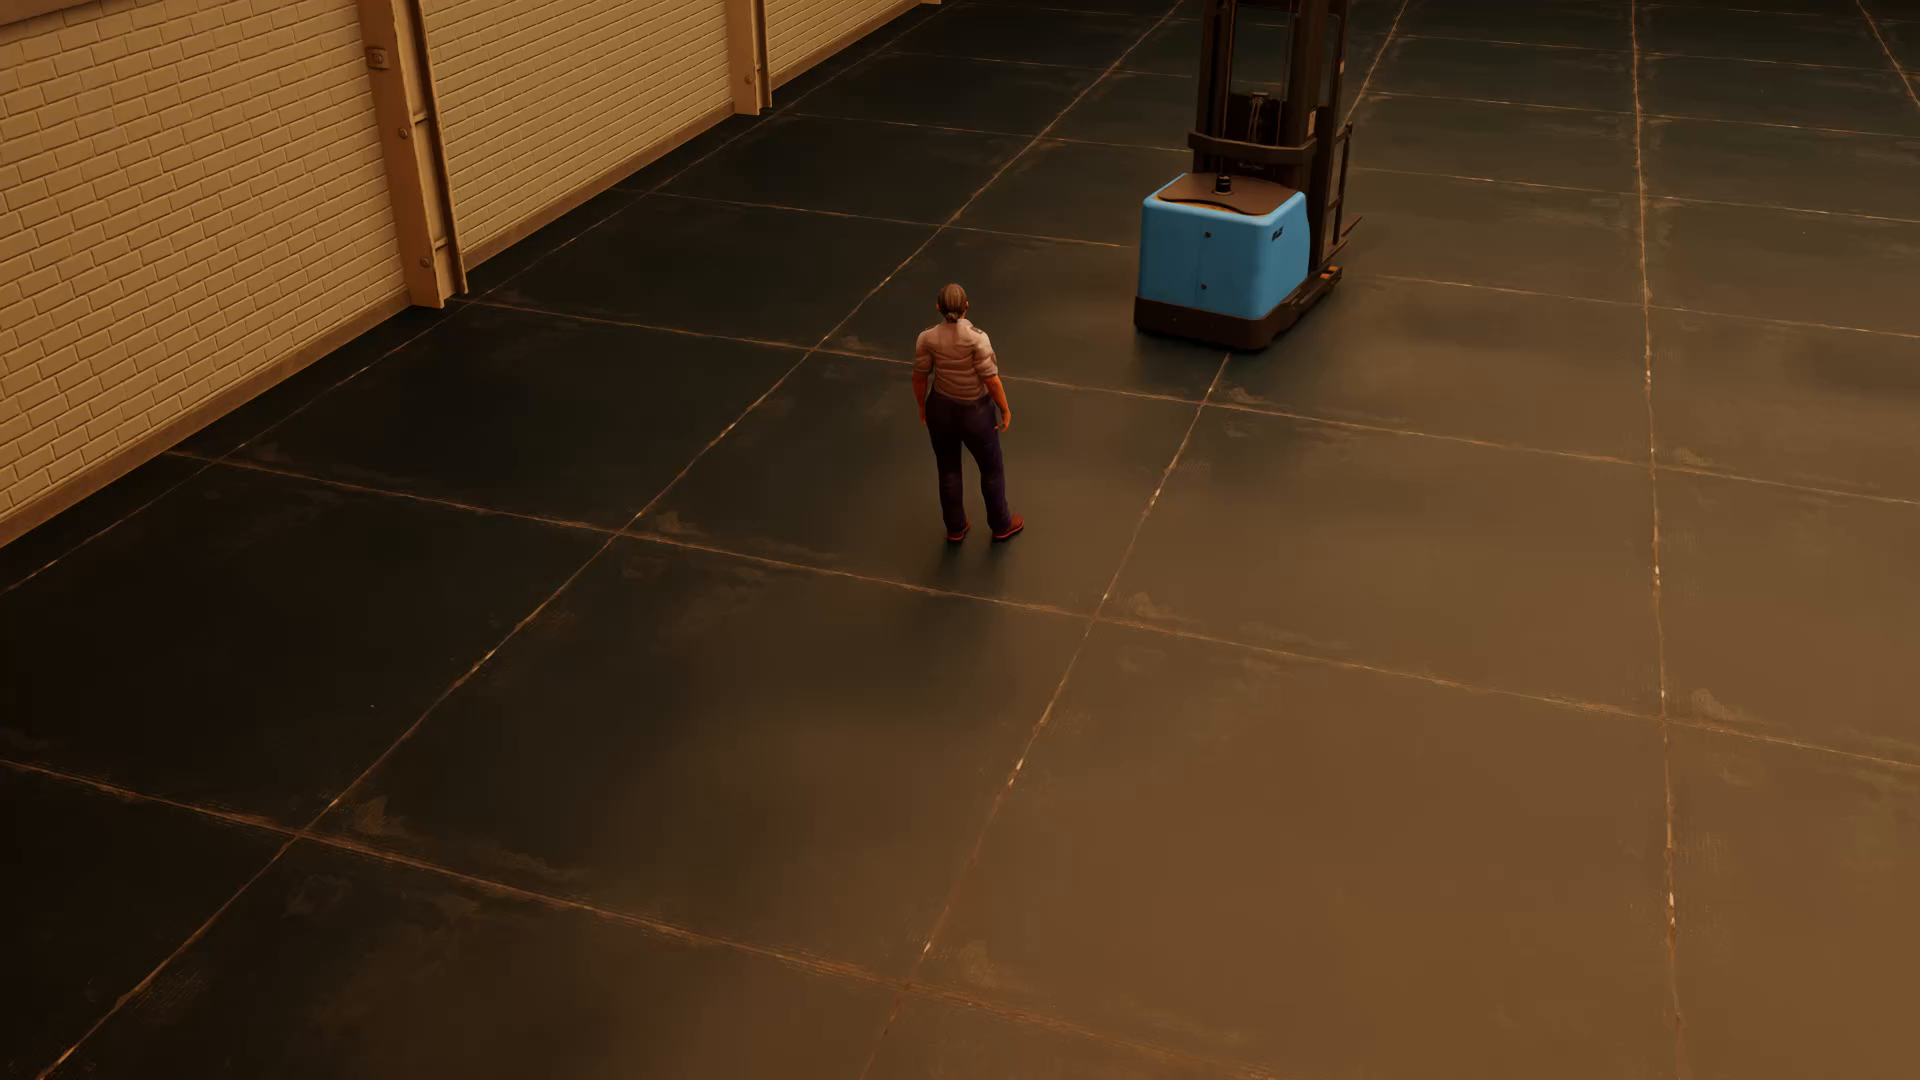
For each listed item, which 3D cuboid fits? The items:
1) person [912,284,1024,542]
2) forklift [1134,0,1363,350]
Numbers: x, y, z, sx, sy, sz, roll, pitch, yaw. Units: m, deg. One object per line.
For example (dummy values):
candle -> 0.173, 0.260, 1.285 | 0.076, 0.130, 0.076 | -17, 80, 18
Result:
person -> 0.051, -0.760, 9.752 | 0.598, 1.651, 0.502 | 10, 31, 16
forklift -> 2.516, -3.394, 13.090 | 1.130, 2.935, 3.031 | 16, 33, 26
